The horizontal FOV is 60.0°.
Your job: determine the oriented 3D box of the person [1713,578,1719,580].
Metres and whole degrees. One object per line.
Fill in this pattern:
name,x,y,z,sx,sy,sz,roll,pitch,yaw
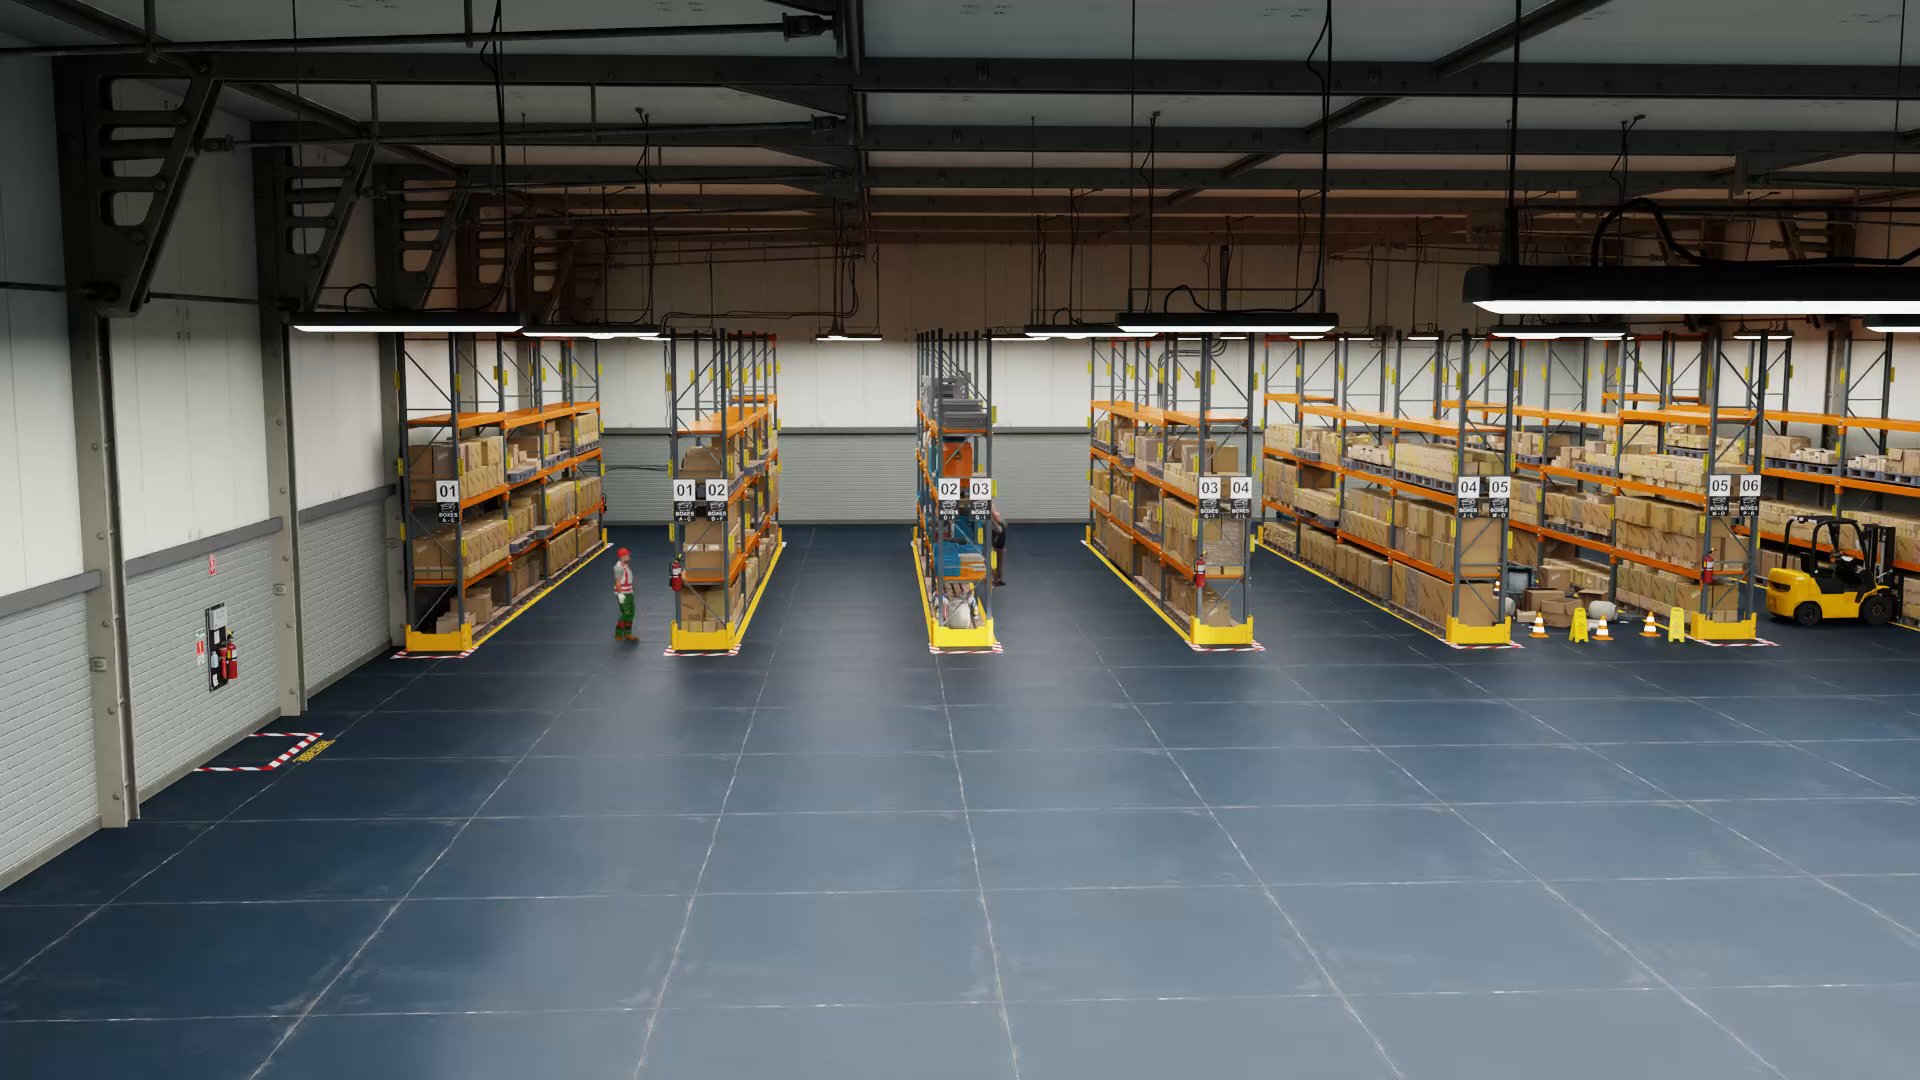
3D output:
person,16.663,0.637,36.795,0.536,1.541,0.899,-6,9,-41

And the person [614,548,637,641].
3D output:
person,-6.487,1.082,32.305,0.435,1.851,0.601,2,7,16

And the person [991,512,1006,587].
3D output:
person,0.871,0.210,38.466,0.430,1.726,0.576,6,9,43

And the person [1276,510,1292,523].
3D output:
person,9.921,-1.090,51.048,0.572,1.582,0.422,-2,7,-13
